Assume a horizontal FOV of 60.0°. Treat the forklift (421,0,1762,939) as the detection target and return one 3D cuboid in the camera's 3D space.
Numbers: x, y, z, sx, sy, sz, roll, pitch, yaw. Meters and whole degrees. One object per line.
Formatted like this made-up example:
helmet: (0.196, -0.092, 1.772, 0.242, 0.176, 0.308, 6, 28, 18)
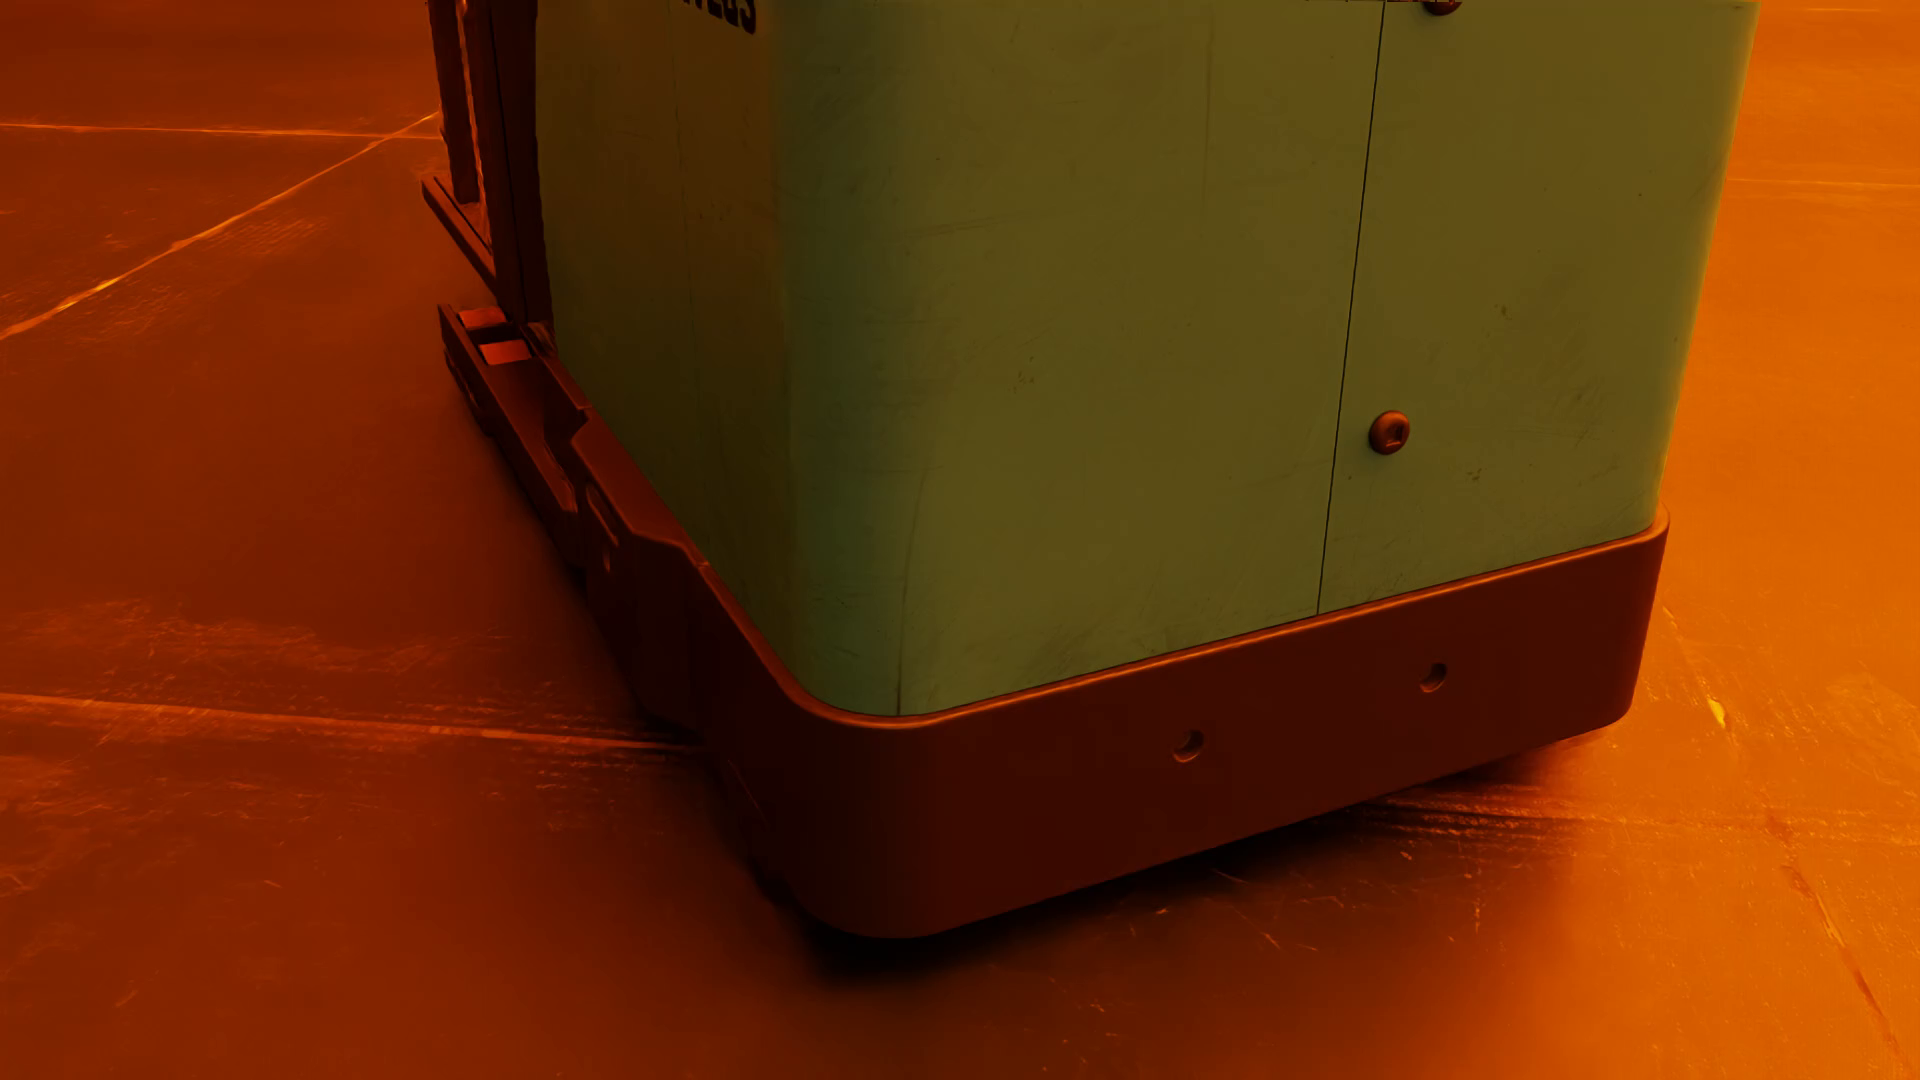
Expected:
forklift: (-0.288, -1.563, 2.350, 1.130, 2.935, 3.031, -12, 29, -23)
